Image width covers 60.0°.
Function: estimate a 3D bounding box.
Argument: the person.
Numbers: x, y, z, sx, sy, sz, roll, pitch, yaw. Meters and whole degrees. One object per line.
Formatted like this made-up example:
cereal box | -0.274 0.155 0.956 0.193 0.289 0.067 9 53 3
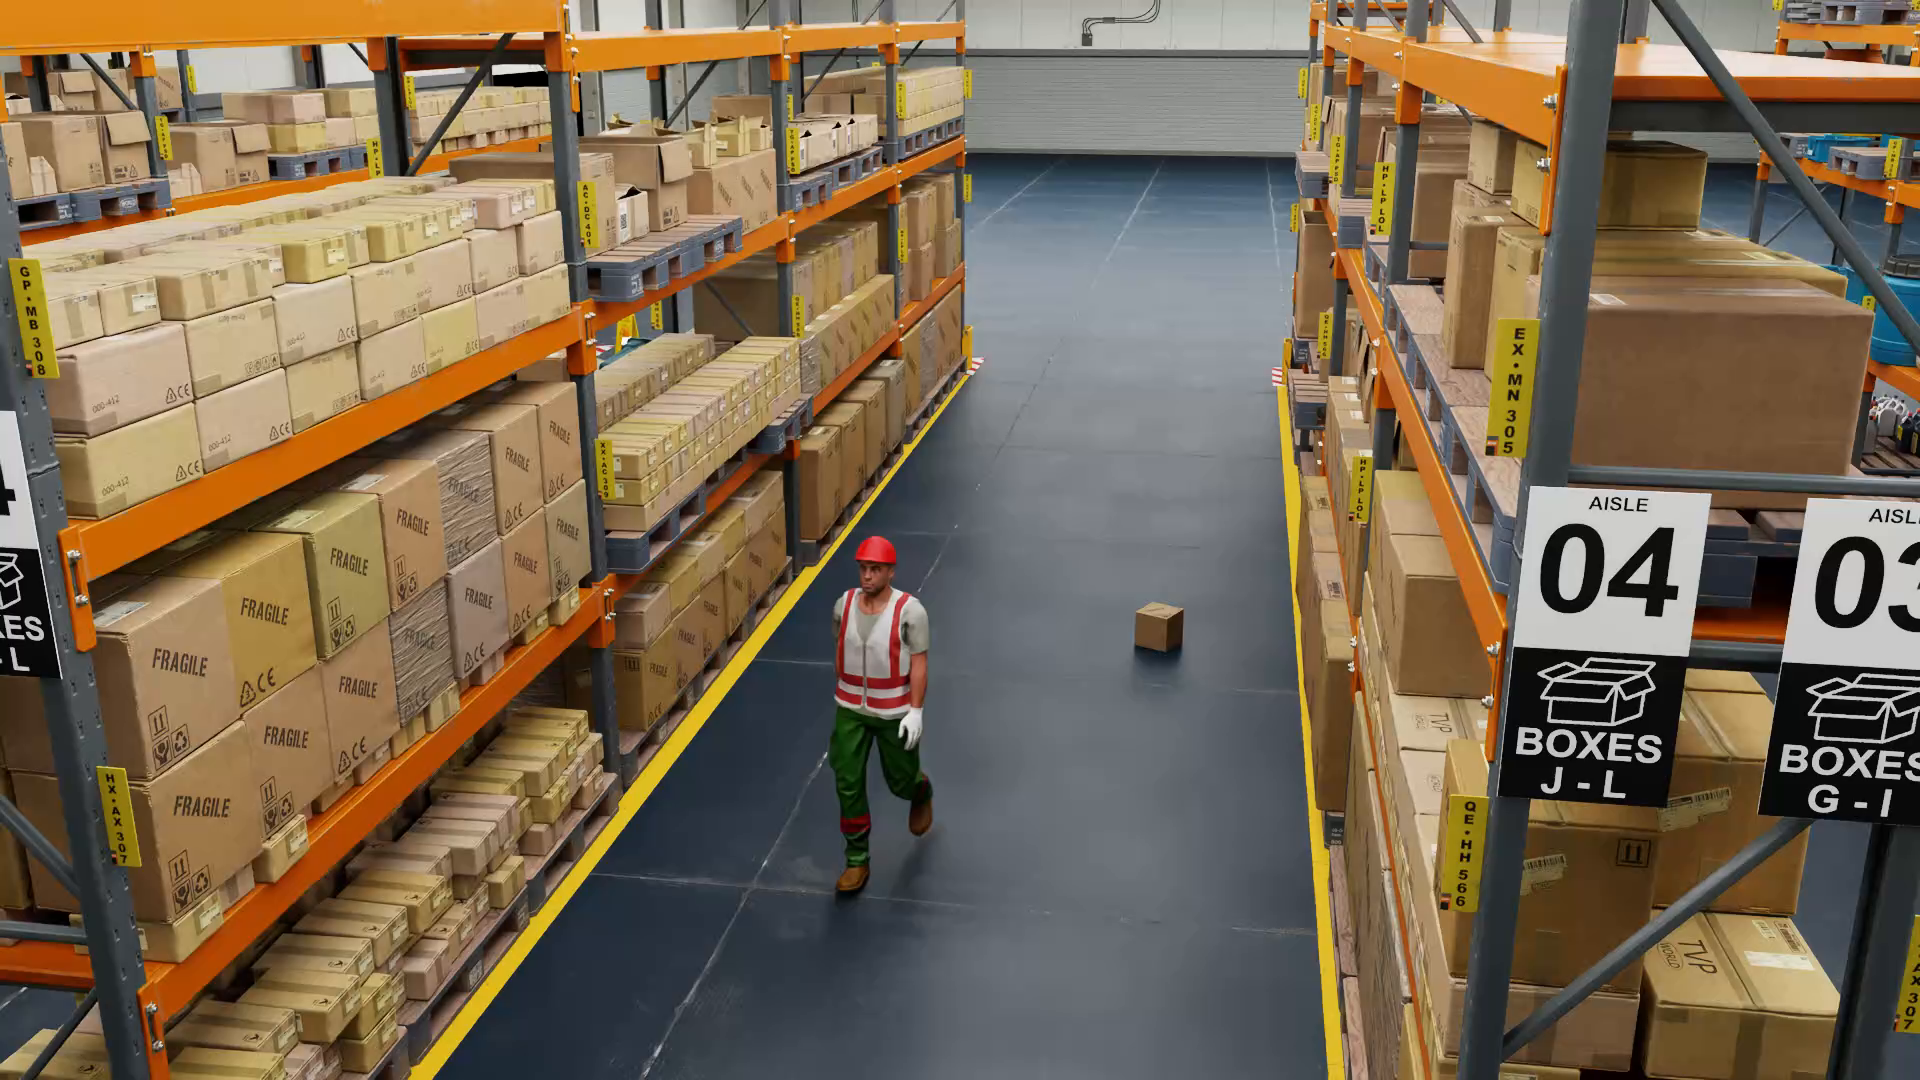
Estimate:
person | -0.402 0.832 8.383 0.531 1.768 0.842 6 19 17
